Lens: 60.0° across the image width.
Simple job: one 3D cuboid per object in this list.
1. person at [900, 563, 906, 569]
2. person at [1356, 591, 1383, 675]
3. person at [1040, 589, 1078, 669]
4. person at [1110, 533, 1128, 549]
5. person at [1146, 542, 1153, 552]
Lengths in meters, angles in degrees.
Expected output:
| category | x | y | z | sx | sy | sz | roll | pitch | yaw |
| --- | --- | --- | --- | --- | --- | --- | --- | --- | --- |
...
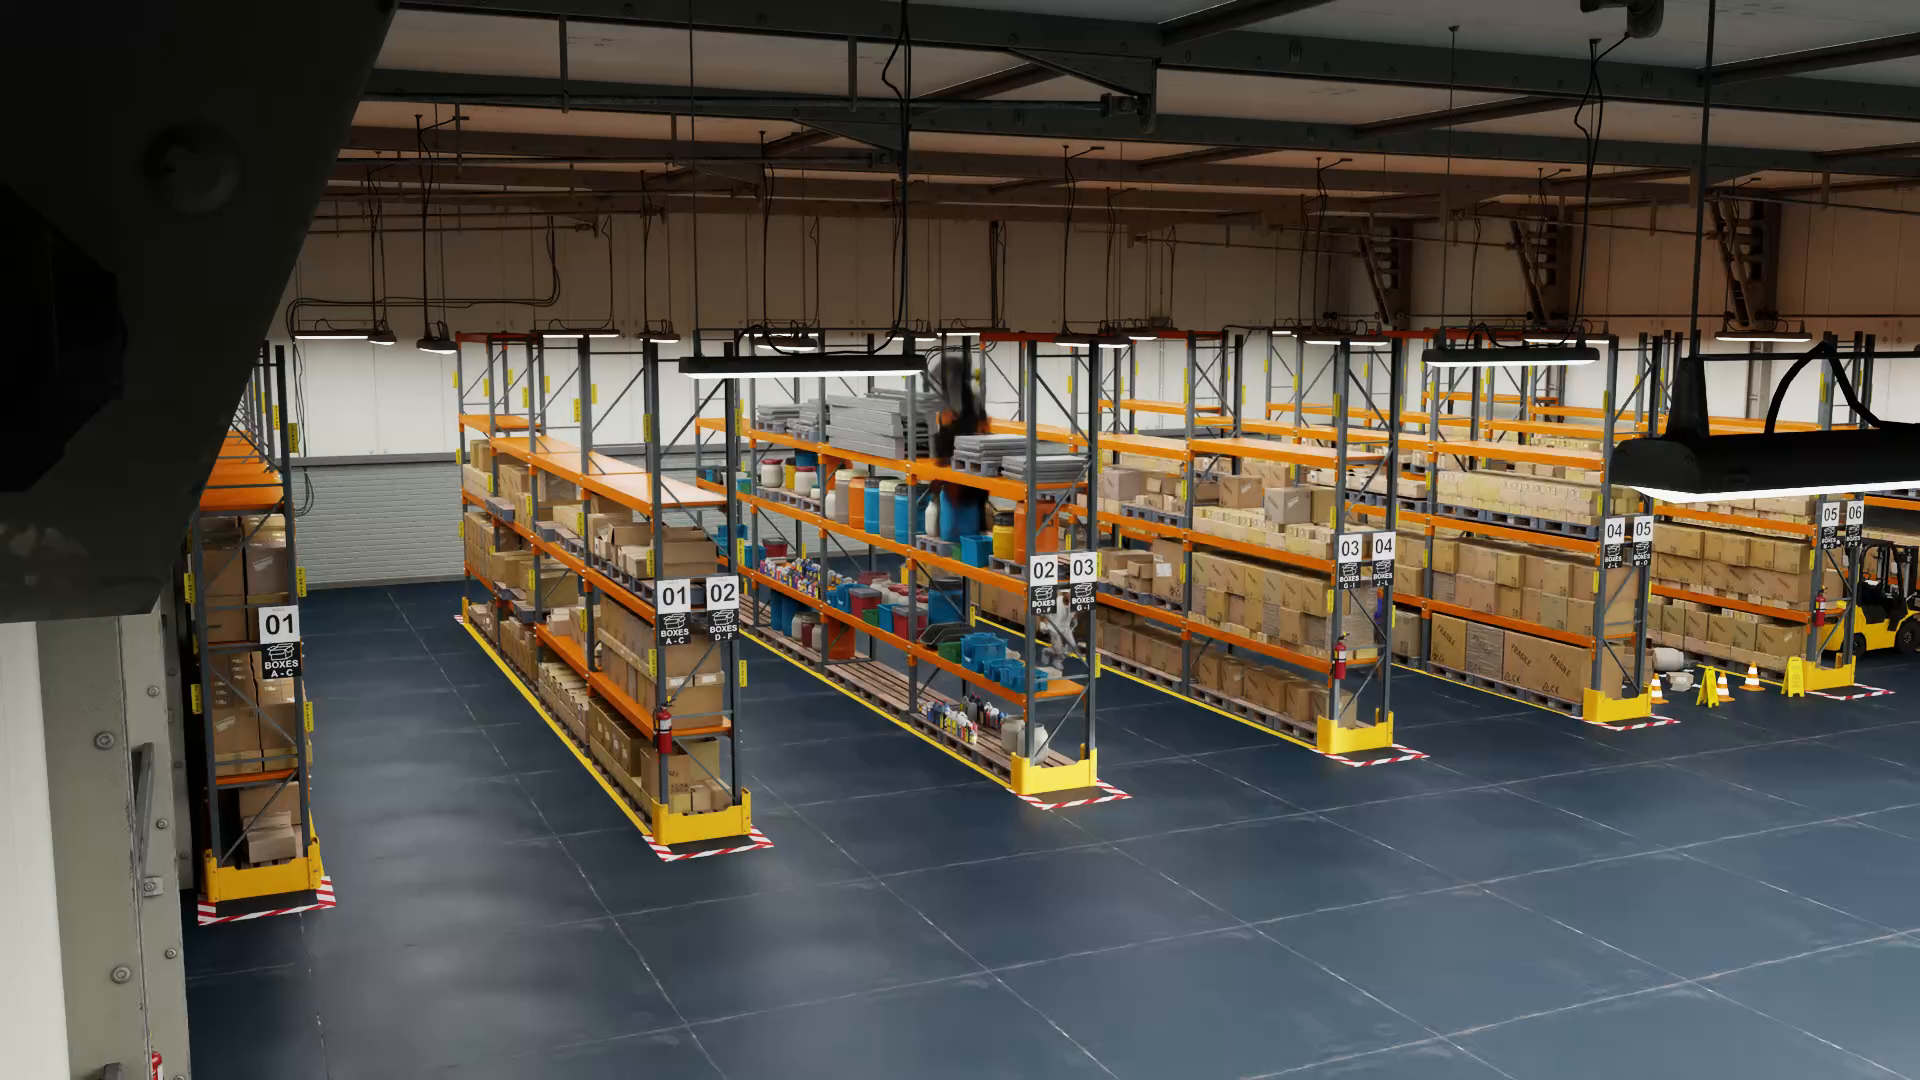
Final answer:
| category | x | y | z | sx | sy | sz | roll | pitch | yaw |
| --- | --- | --- | --- | --- | --- | --- | --- | --- | --- |
| person | -1.167 | 0.123 | 39.743 | 0.524 | 1.739 | 0.672 | 1 | 8 | 5 |
| person | 7.253 | 1.621 | 29.101 | 0.582 | 1.694 | 0.765 | -2 | 8 | -18 |
| person | 1.712 | 1.473 | 28.729 | 0.678 | 1.511 | 0.827 | -5 | 9 | -35 |
| person | 4.087 | -0.282 | 43.037 | 0.530 | 1.599 | 0.873 | 7 | 10 | 40 |
| person | 5.030 | -0.062 | 41.461 | 0.590 | 1.691 | 0.789 | -7 | 11 | -43 |
